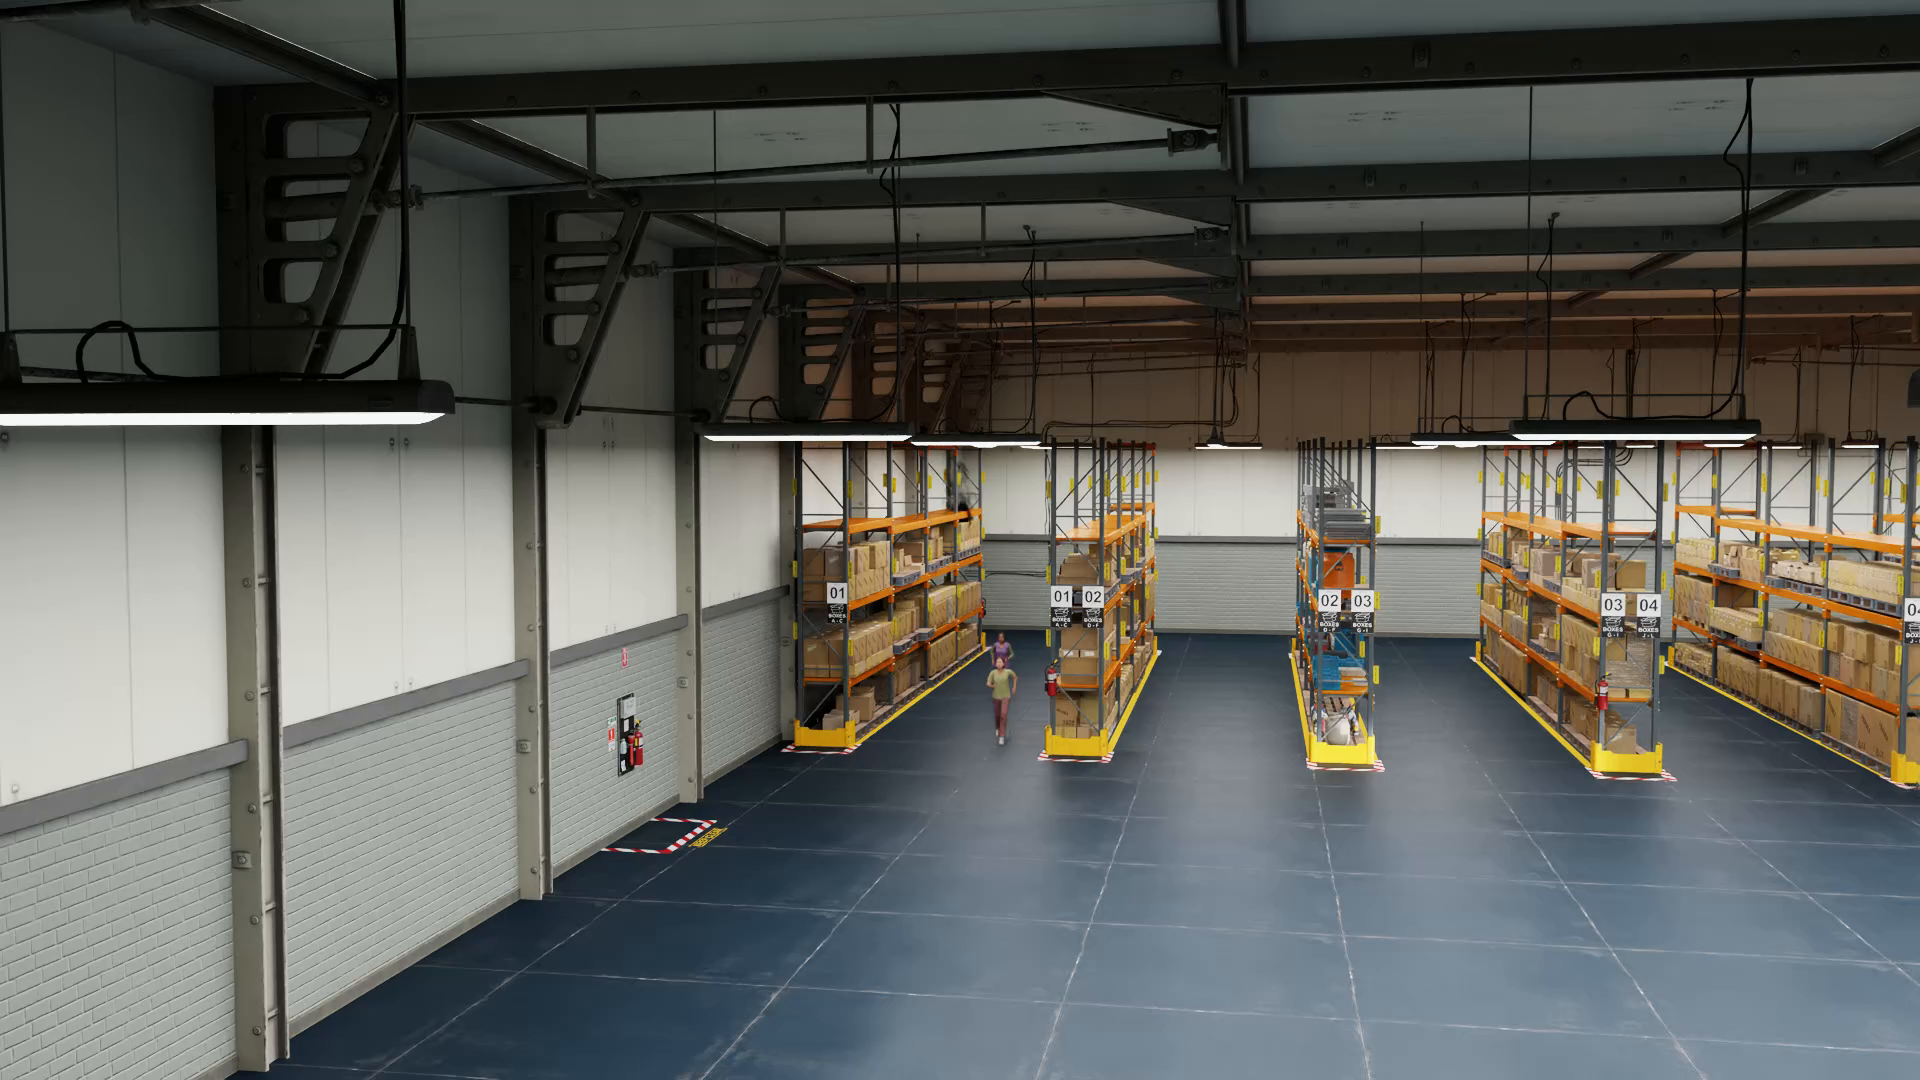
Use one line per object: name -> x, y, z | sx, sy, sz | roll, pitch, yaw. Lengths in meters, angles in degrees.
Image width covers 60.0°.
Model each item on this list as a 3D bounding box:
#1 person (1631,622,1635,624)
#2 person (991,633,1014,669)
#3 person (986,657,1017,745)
person -> 17.879, 2.565, 44.779 | 0.614, 1.650, 0.830 | 2, 4, 38
person -> 0.961, 2.922, 37.948 | 0.545, 1.621, 0.650 | 0, 3, 4
person -> 0.824, 3.144, 32.905 | 0.583, 1.695, 0.955 | 1, 3, 11
